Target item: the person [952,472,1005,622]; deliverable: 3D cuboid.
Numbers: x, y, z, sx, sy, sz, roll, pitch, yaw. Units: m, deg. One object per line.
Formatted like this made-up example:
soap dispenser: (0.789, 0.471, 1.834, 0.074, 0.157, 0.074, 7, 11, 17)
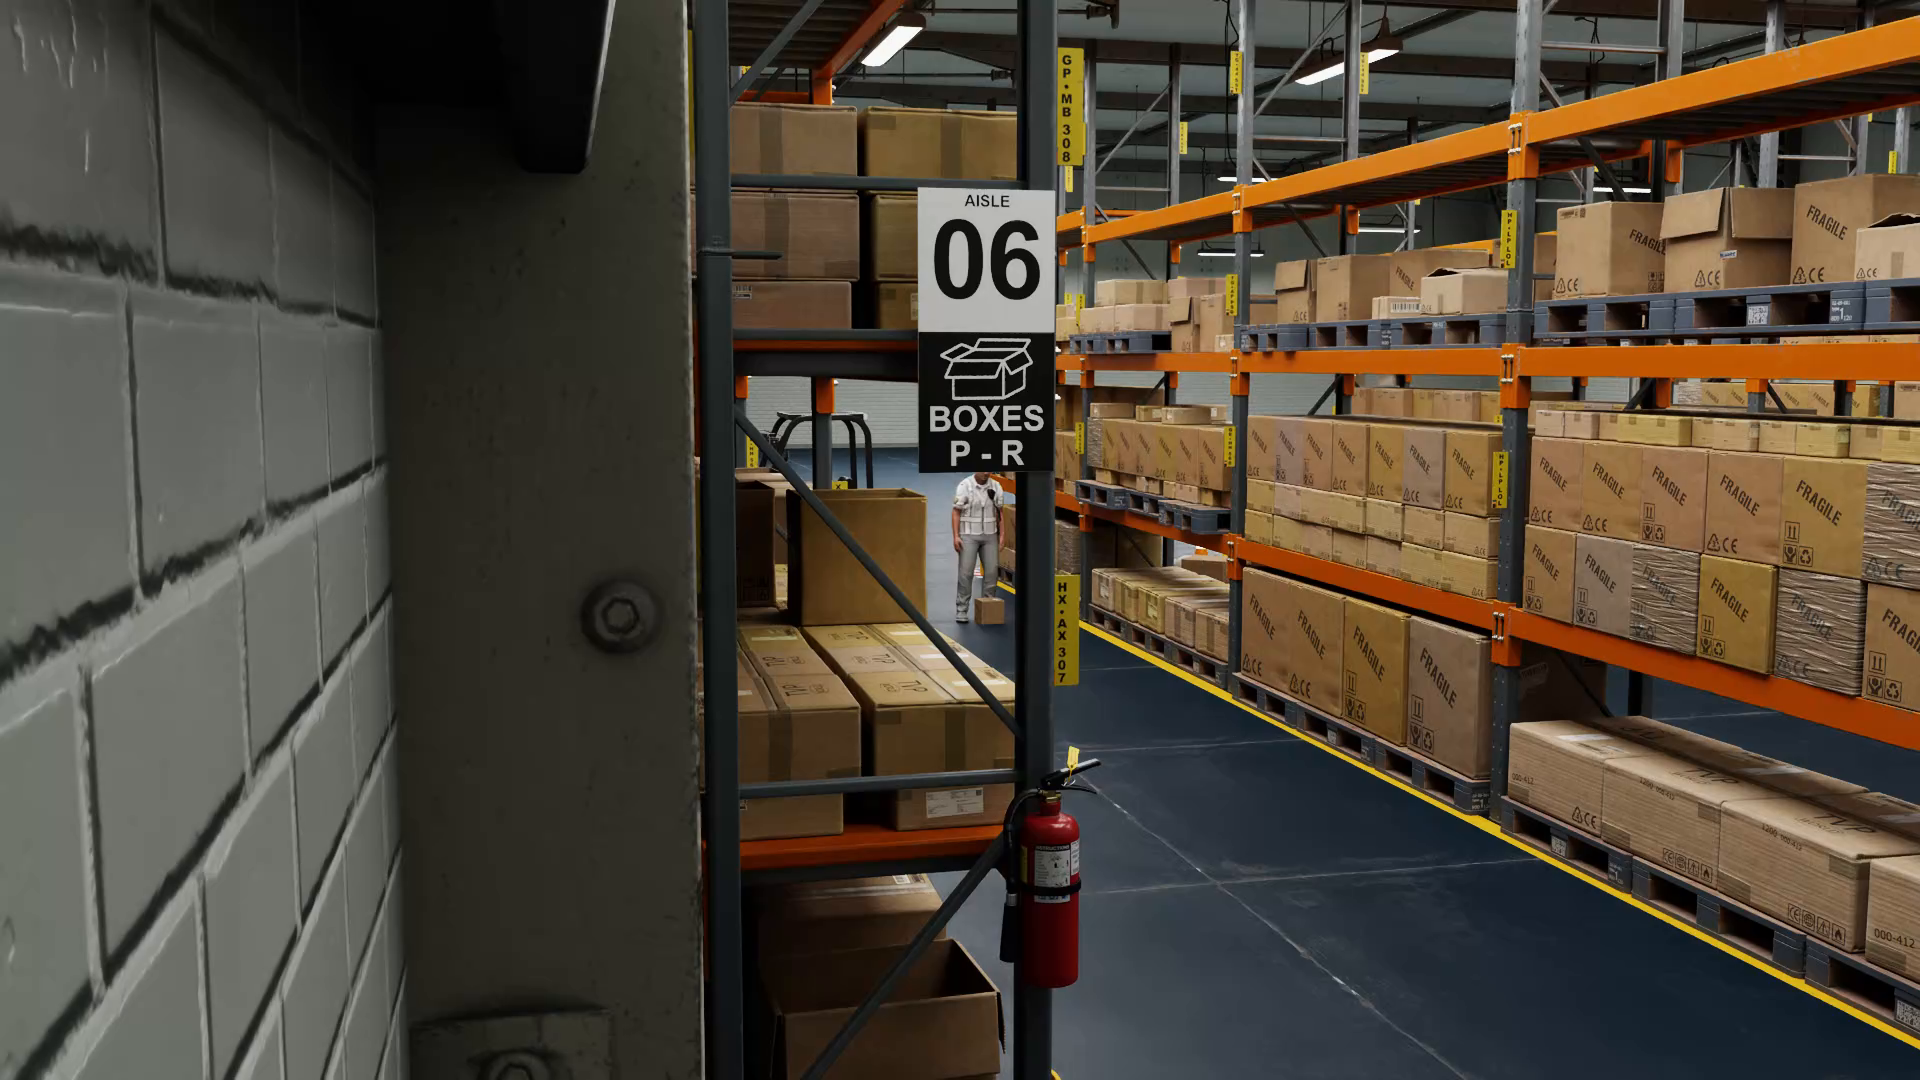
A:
person: (0.196, -0.028, 17.638, 0.587, 1.748, 0.441, -2, 6, -17)
